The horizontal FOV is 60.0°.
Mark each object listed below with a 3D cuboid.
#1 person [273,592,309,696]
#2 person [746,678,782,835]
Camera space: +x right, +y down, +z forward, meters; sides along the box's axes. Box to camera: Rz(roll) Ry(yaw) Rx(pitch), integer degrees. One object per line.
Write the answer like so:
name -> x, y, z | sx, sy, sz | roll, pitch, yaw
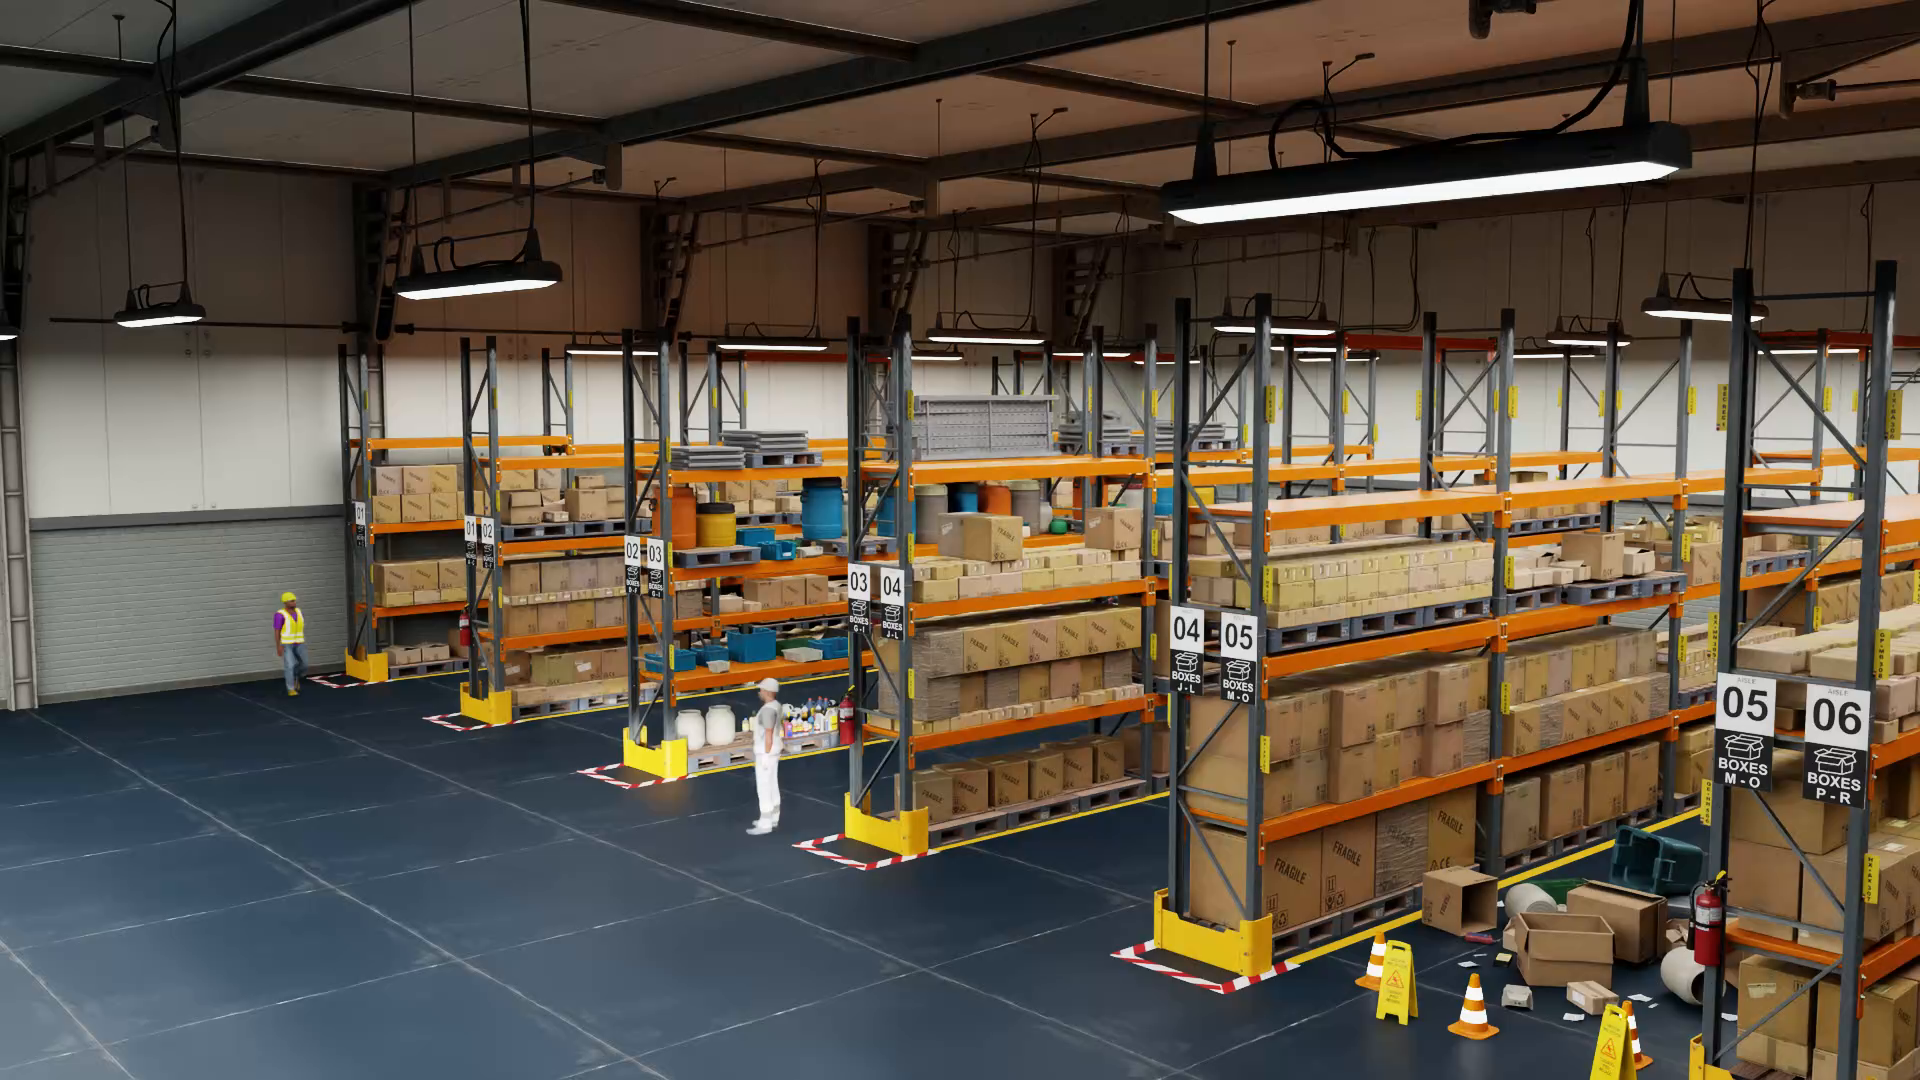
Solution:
person -> -11.361, 1.750, 28.154 | 0.578, 1.757, 0.555 | -5, 7, -44
person -> -2.297, 2.520, 19.569 | 0.387, 1.808, 0.593 | 0, 5, 5
